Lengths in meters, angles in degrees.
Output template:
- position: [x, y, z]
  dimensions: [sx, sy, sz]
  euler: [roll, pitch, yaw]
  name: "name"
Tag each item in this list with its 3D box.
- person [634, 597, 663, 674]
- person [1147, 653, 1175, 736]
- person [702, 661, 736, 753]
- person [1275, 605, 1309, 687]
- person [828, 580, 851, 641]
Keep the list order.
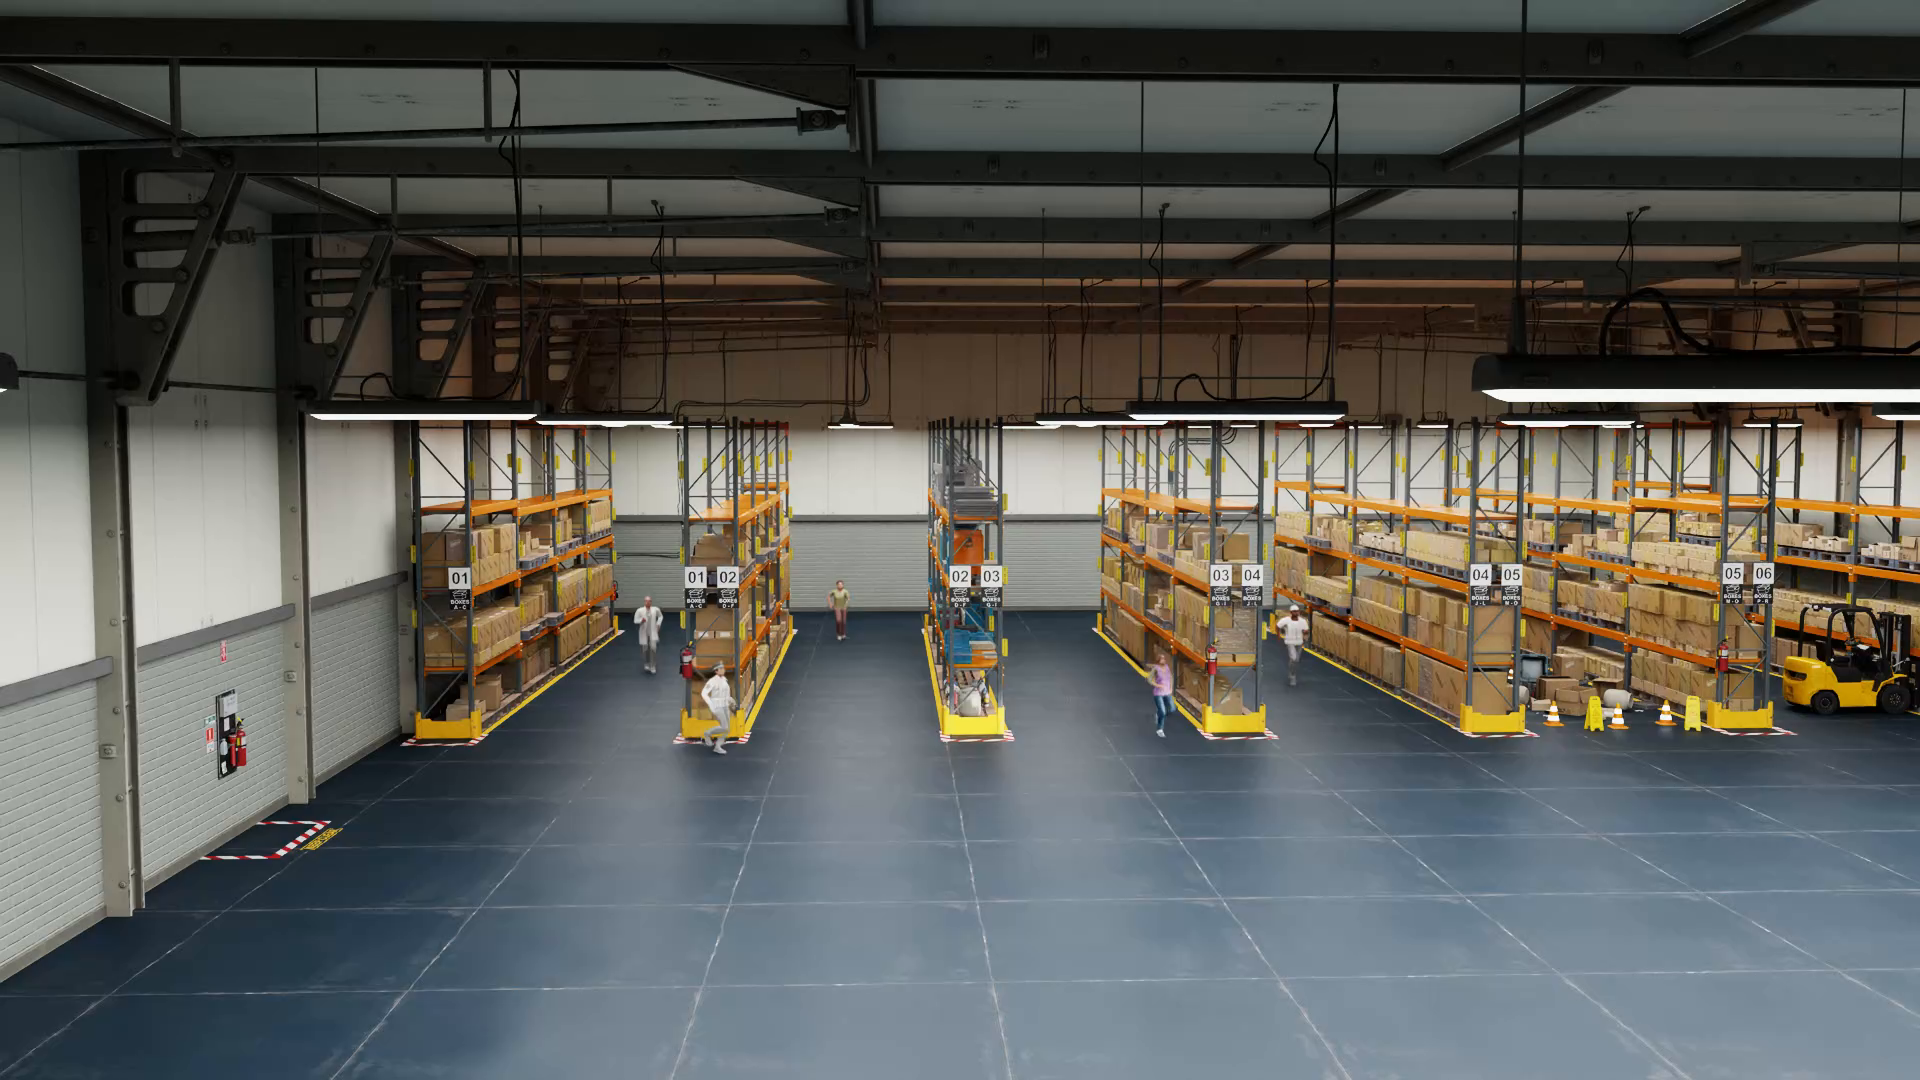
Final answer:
- position: [-7.397, 2.262, 39.510]
  dimensions: [0.685, 1.826, 0.777]
  euler: [-1, 4, -12]
  name: "person"
- position: [3.799, 2.904, 31.215]
  dimensions: [0.601, 1.558, 0.483]
  euler: [-2, 4, -27]
  name: "person"
- position: [-4.273, 2.976, 29.605]
  dimensions: [0.552, 1.656, 0.624]
  euler: [2, 4, 30]
  name: "person"
- position: [7.556, 2.383, 37.663]
  dimensions: [0.678, 1.828, 0.778]
  euler: [-1, 4, -14]
  name: "person"
- position: [-3.302, 1.926, 45.622]
  dimensions: [0.589, 1.658, 0.755]
  euler: [-1, 4, -15]
  name: "person"
